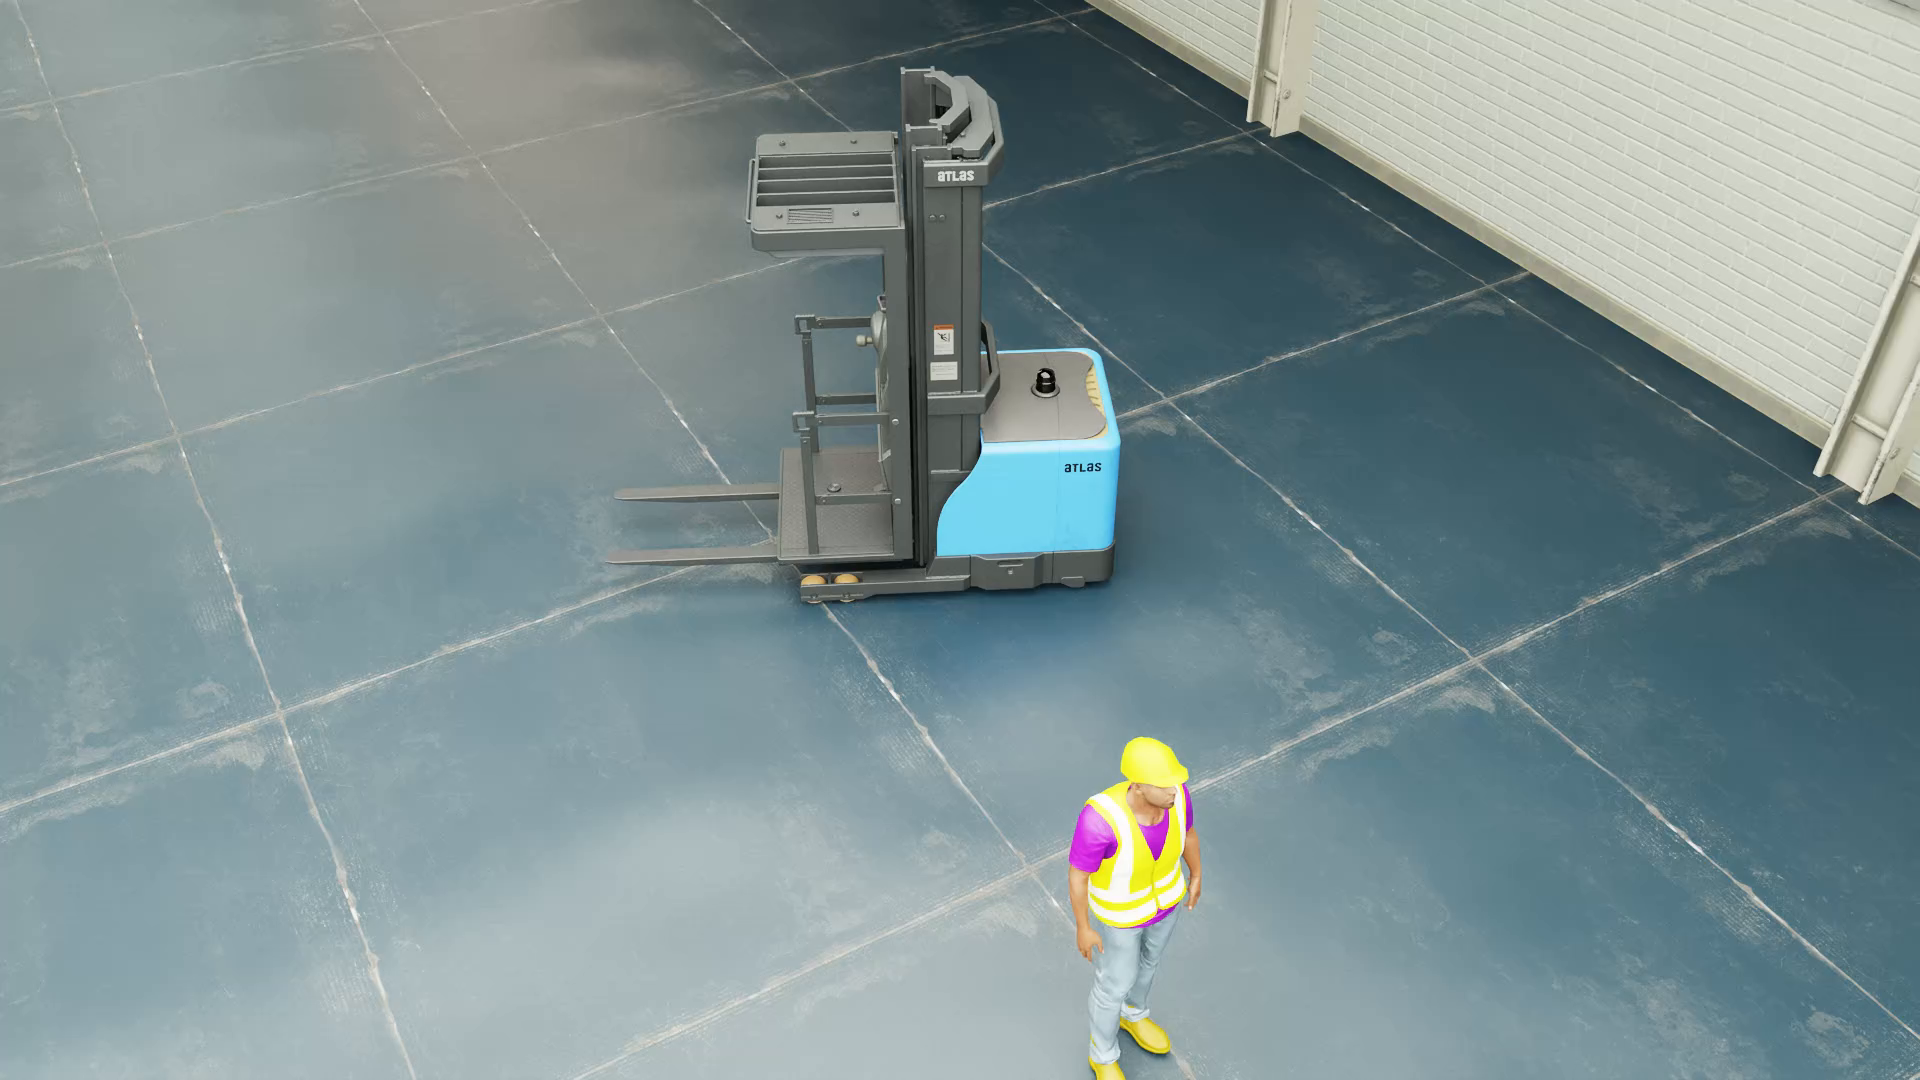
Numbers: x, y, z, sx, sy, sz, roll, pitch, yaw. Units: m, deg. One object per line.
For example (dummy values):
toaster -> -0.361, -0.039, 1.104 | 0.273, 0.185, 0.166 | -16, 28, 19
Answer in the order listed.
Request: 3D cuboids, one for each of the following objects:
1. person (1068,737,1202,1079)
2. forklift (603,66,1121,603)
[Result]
person -> 0.794, 1.575, 7.039 | 0.666, 1.767, 0.576 | -23, 45, -25
forklift -> -0.618, -1.103, 9.366 | 3.031, 2.935, 1.130 | -2, 40, -3
